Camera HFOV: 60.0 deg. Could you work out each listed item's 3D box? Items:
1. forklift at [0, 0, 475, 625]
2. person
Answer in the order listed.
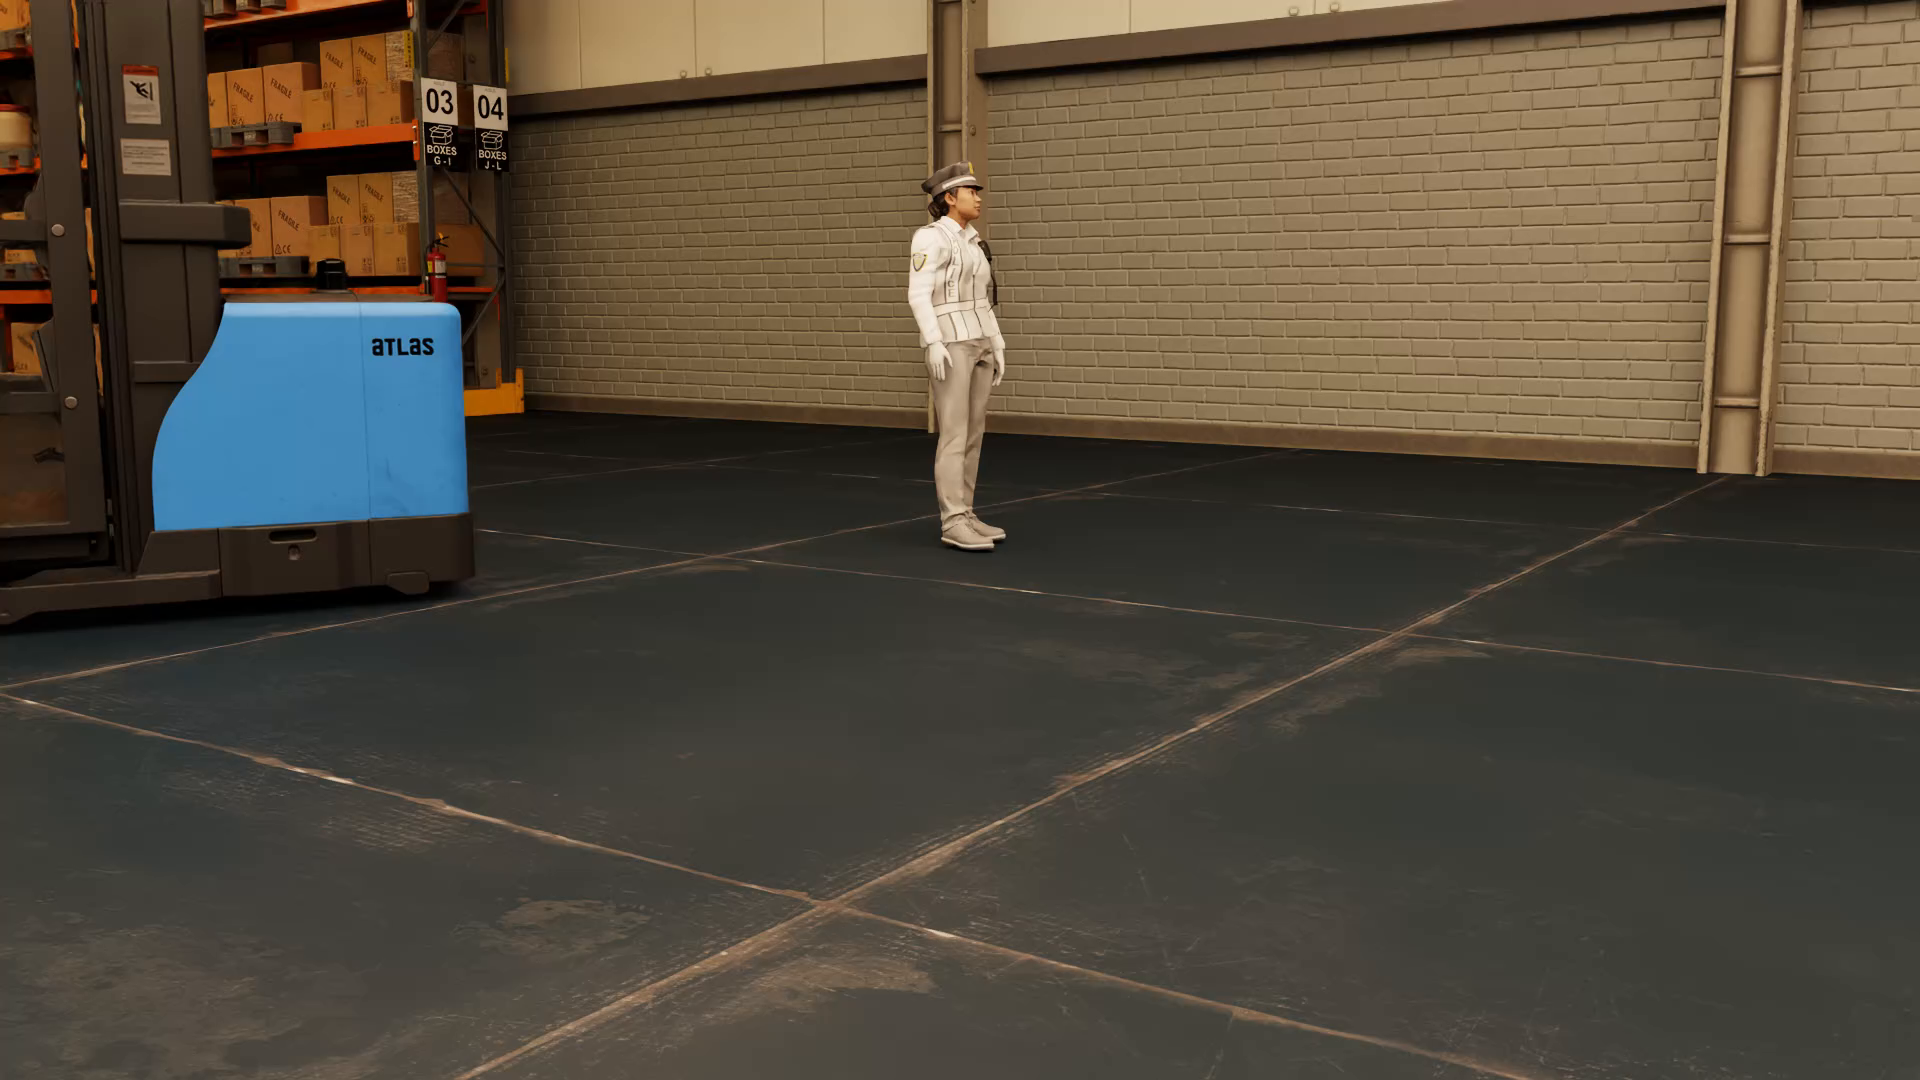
[{"bbox_3d":[-3.346,-1.207,5.680,3.031,2.935,1.130,-4,9,-27],"label":"forklift"},{"bbox_3d":[0.053,-0.840,7.439,0.530,1.694,0.586,5,10,34],"label":"person"}]
